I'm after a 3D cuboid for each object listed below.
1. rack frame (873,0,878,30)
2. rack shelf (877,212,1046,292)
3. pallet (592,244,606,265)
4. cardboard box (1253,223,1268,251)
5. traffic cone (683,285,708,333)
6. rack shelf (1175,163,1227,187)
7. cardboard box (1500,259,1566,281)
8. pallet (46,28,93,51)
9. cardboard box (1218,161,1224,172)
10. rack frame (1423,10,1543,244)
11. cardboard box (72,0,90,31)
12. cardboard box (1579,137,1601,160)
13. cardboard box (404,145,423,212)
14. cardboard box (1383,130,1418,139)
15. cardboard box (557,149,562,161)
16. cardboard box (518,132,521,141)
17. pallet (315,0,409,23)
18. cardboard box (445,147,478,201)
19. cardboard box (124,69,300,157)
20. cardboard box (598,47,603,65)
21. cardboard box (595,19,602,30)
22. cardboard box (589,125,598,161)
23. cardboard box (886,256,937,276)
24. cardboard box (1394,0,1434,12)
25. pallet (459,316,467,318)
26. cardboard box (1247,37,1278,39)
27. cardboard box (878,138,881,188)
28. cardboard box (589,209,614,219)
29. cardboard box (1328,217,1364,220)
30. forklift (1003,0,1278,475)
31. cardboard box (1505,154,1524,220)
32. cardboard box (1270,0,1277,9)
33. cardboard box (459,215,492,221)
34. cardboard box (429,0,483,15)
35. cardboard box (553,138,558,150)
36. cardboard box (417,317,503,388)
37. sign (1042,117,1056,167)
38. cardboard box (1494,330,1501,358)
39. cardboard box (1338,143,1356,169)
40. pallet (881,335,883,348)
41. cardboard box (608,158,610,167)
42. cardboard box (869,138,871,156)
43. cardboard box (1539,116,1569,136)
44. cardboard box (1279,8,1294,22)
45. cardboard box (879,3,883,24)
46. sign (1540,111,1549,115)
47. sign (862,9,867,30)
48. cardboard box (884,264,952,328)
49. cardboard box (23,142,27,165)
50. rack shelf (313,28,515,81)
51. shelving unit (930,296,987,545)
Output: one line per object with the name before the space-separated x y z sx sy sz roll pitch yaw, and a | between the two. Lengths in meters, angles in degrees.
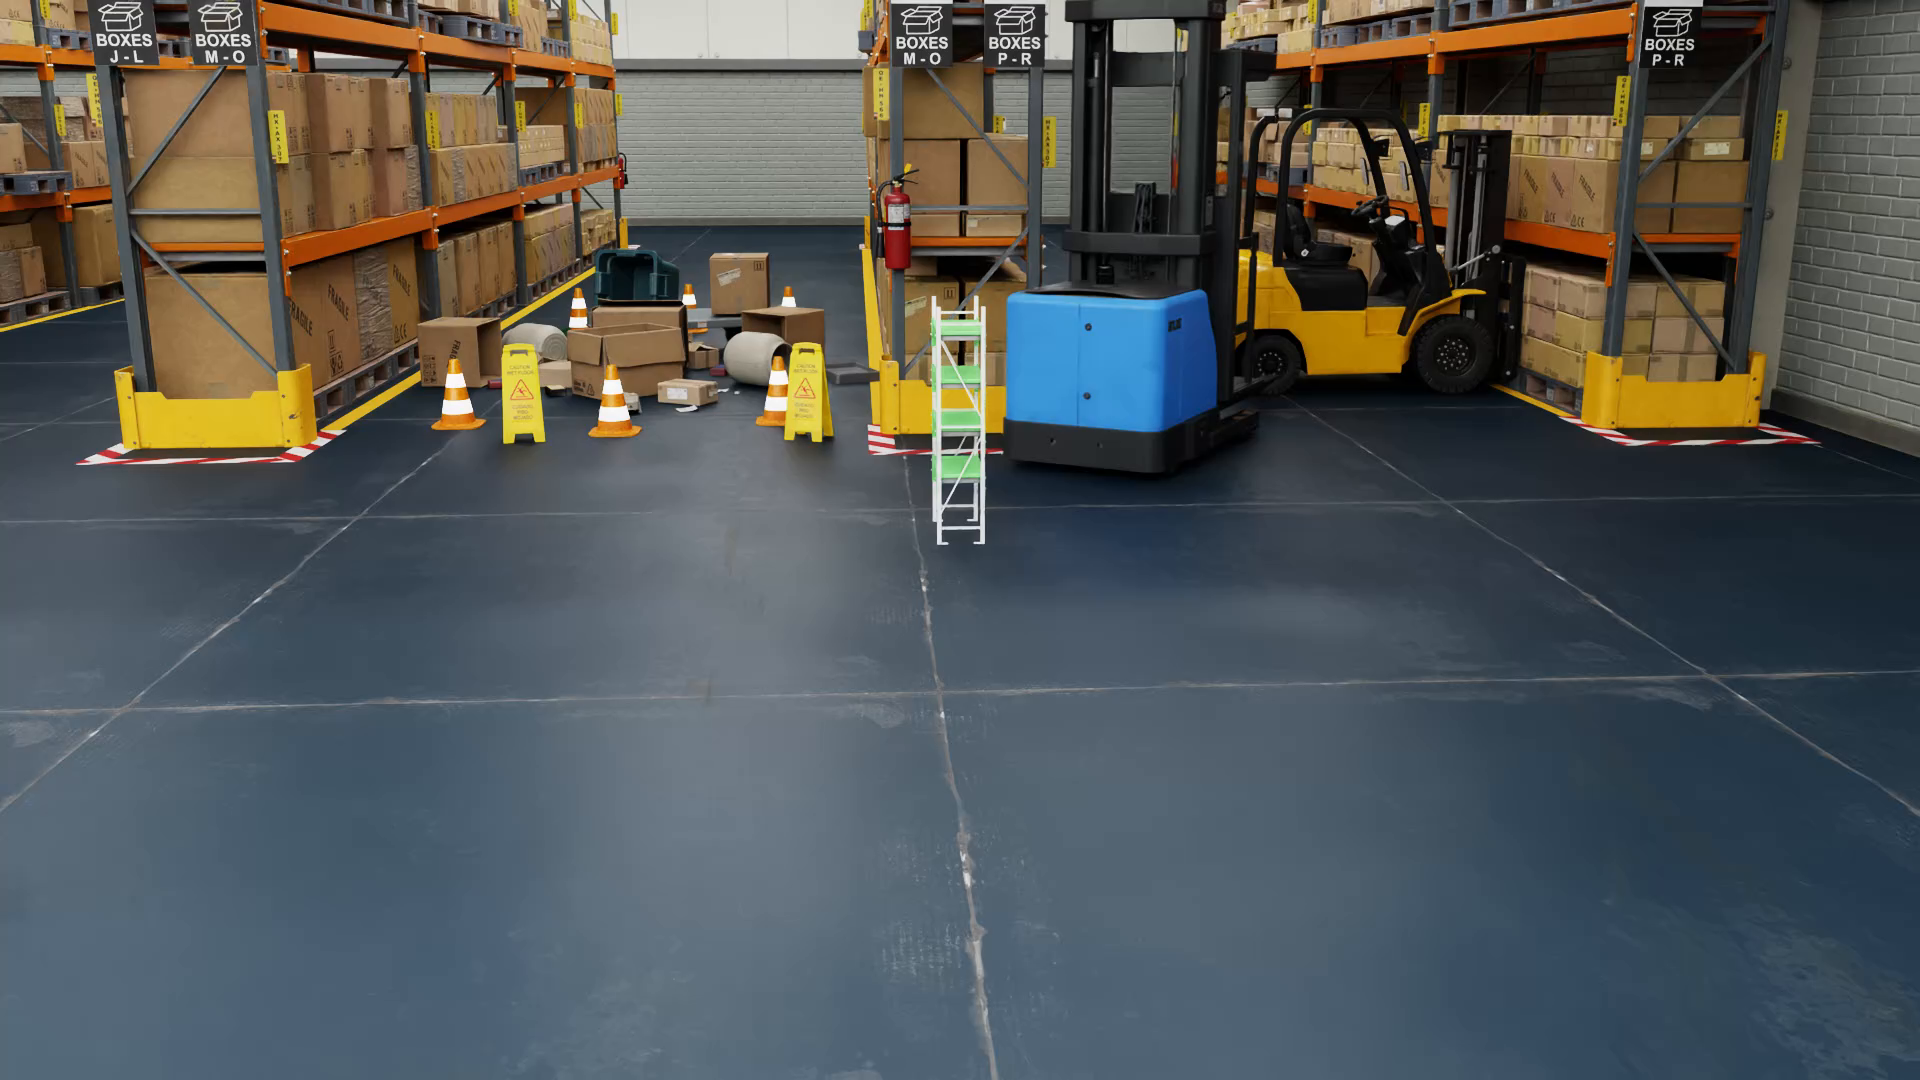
rack frame | -0.455 -7.098 18.054 1.000 3.000 0.127 -1 14 -3
rack shelf | -0.083 -2.352 13.092 1.077 0.370 4.000 -1 14 -3
pallet | -5.793 -4.206 24.450 1.003 0.211 1.213 -1 14 -3
cardboard box | 4.126 -3.878 21.751 0.500 0.500 0.500 -1 14 -5
traffic cone | -2.697 -2.313 16.586 0.336 0.463 0.334 -1 14 -3
rack shelf | 4.127 -5.414 24.992 1.077 0.370 4.000 -1 14 -3
cardboard box | 4.552 -2.125 13.433 0.500 0.250 0.500 -1 14 -5
pallet | -10.439 -5.560 18.476 1.213 0.211 1.003 0 14 -1
cardboard box | 3.901 -5.347 23.794 0.380 0.149 0.250 -1 14 -2
rack frame | 4.747 -3.275 15.237 1.000 3.000 0.127 -1 14 -3
cardboard box | -10.494 -6.253 19.741 0.797 0.503 0.637 -1 14 -4
cardboard box | 4.648 -2.788 11.841 0.380 0.149 0.250 -1 14 -3
cardboard box | -5.106 -3.077 14.166 0.875 0.550 0.550 -1 14 -3
cardboard box | 4.405 -3.975 16.452 0.380 0.149 0.250 -1 14 -5
cardboard box | -5.398 -5.007 21.629 0.380 0.149 0.250 -1 14 -3
cardboard box | -5.244 -4.646 19.030 0.380 0.149 0.250 -1 14 -5
pallet | -5.101 -4.302 13.386 1.003 0.211 1.213 -1 14 -3
cardboard box | -4.966 -3.530 16.024 0.500 0.500 0.500 -1 14 -4
cardboard box | -4.878 -2.790 10.882 0.875 0.550 0.550 -1 14 -3
cardboard box | -5.536 -7.101 24.388 0.500 0.250 0.500 0 14 -1
cardboard box | -5.512 -7.627 24.628 0.380 0.149 0.250 -1 14 -3
cardboard box | -5.449 -5.654 23.685 0.500 0.500 0.500 -1 14 -5
cardboard box | -0.359 -2.038 12.294 0.380 0.149 0.250 0 14 -2
cardboard box | 4.376 -5.127 15.874 0.380 0.149 0.250 -1 14 -4
pallet | -5.264 -1.937 15.629 1.003 0.211 1.213 -1 14 -3
cardboard box | 3.968 -6.641 21.758 0.380 0.149 0.250 -1 14 -3
cardboard box | -0.458 -3.277 14.444 0.500 0.500 0.500 -1 14 -4
cardboard box | -5.599 -5.064 25.872 0.380 0.149 0.250 -1 14 -3
cardboard box | 4.769 -3.908 20.566 0.380 0.149 0.250 -2 15 -6
forklift | 1.381 -2.129 10.918 1.130 2.935 3.031 7 16 26
cardboard box | 4.605 -2.829 13.300 0.500 0.500 0.500 -1 14 -3
cardboard box | 4.339 -7.117 22.182 0.396 0.266 0.258 -1 14 -4
cardboard box | -5.693 -3.613 19.218 0.500 0.250 0.500 -1 14 -5
cardboard box | -5.002 -5.416 16.292 0.500 0.500 0.500 -1 14 -3
cardboard box | -5.385 -5.088 21.348 0.380 0.149 0.250 0 14 -1
cardboard box | -4.021 -1.517 13.413 0.500 0.500 0.500 2 15 6
sign | 0.582 -2.631 10.994 0.100 0.325 0.005 -1 14 -3
cardboard box | 4.552 -1.642 13.562 0.500 0.250 0.500 0 14 -2
cardboard box | 4.327 -4.071 17.625 0.500 0.250 0.500 -1 14 -5
pallet | -0.257 -2.041 16.035 1.003 0.211 1.213 -1 14 -3
cardboard box | -5.605 -5.820 25.630 0.380 0.149 0.250 -1 14 -4
cardboard box | -0.957 -5.243 22.182 0.500 0.250 0.500 -1 14 -5
cardboard box | 4.605 -3.125 12.552 0.380 0.149 0.250 -1 14 -2
cardboard box | 4.102 -6.391 20.230 0.380 0.149 0.250 -1 14 -3
cardboard box | -0.440 -4.126 13.025 0.380 0.149 0.250 -1 14 -5
sign | 5.301 -3.742 15.154 0.100 0.325 0.005 -1 14 -3
sign | -1.257 -6.920 22.185 0.100 0.325 0.005 -1 14 -3
cardboard box | -0.329 -1.889 13.017 0.500 0.500 0.500 -1 14 -5
cardboard box | -10.624 -4.207 18.657 0.500 0.500 0.500 0 14 -2
rack shelf | -5.265 -4.698 16.190 1.077 0.370 4.000 -1 14 -3
shelving unit | -0.010 -0.622 8.537 0.258 1.200 0.503 -1 14 -3
